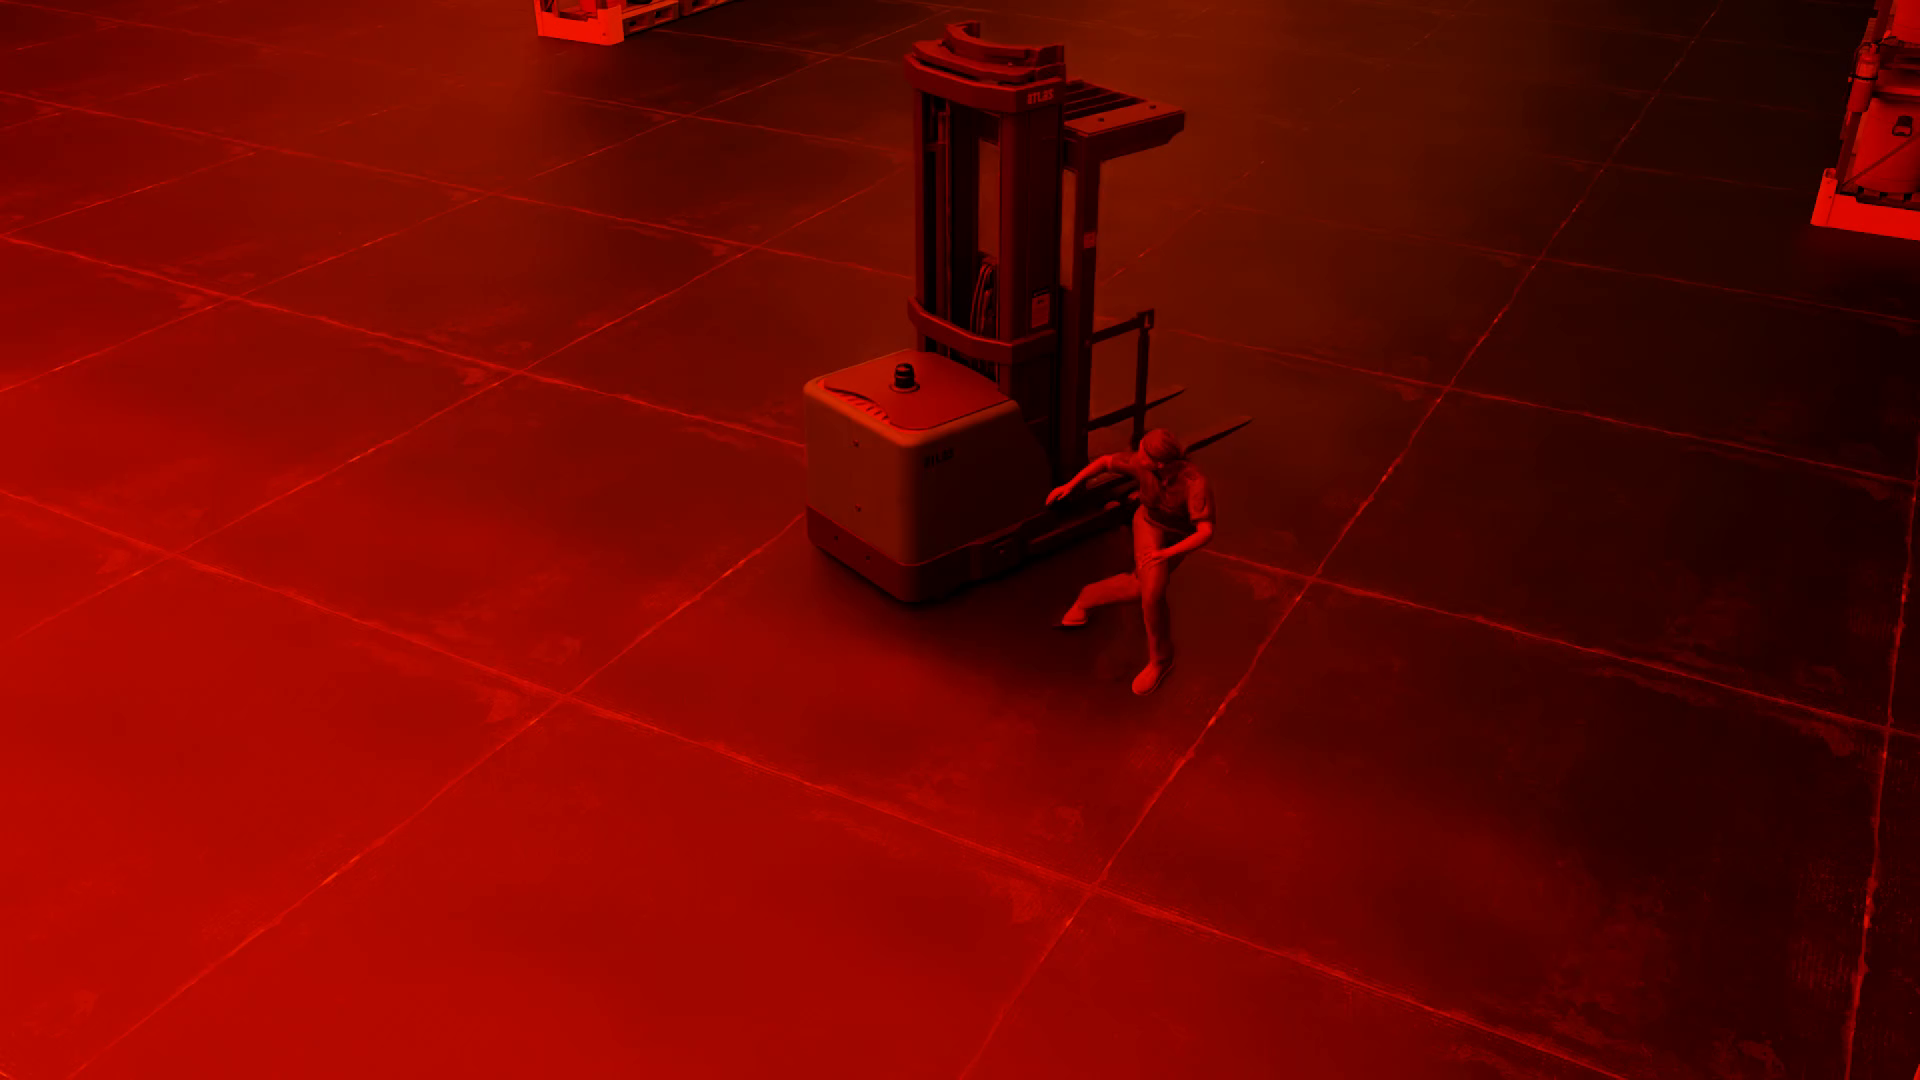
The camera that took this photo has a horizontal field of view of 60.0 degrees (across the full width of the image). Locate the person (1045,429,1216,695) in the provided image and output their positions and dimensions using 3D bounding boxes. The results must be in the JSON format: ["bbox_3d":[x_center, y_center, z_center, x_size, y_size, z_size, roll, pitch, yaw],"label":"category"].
[{"bbox_3d":[0.856,0.056,8.503,0.886,1.438,0.987,7,31,12],"label":"person"}]

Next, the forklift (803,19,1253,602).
[{"bbox_3d":[0.551,-1.521,9.707,3.031,2.935,1.130,-23,37,-34],"label":"forklift"}]
